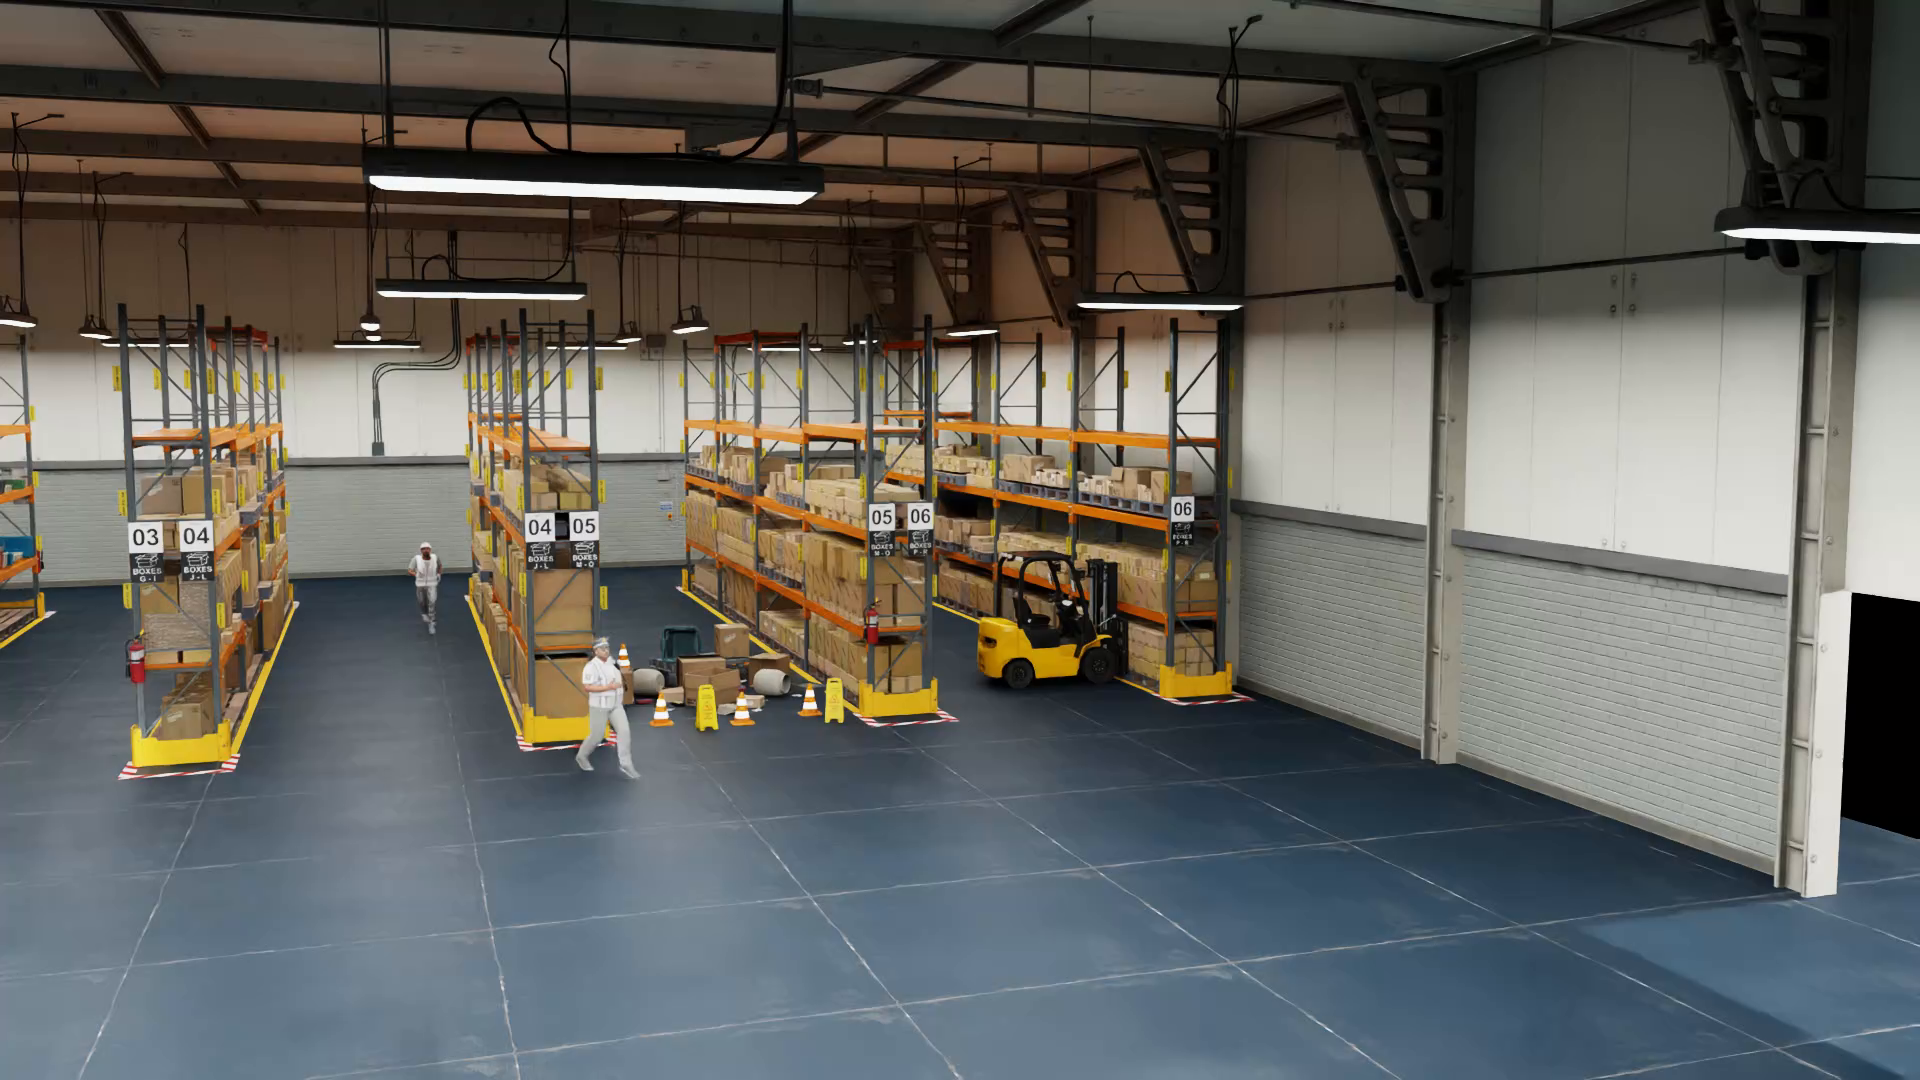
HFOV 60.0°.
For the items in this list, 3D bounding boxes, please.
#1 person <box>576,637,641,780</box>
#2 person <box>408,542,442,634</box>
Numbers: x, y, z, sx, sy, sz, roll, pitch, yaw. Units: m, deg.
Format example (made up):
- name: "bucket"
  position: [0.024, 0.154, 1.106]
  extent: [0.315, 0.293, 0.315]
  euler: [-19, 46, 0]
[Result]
- name: "person"
  position: [-4.488, 2.116, 21.156]
  extent: [0.976, 1.794, 0.669]
  euler: [4, 7, 39]
- name: "person"
  position: [-10.779, 0.944, 33.522]
  extent: [0.644, 1.810, 1.108]
  euler: [-1, 6, -15]
